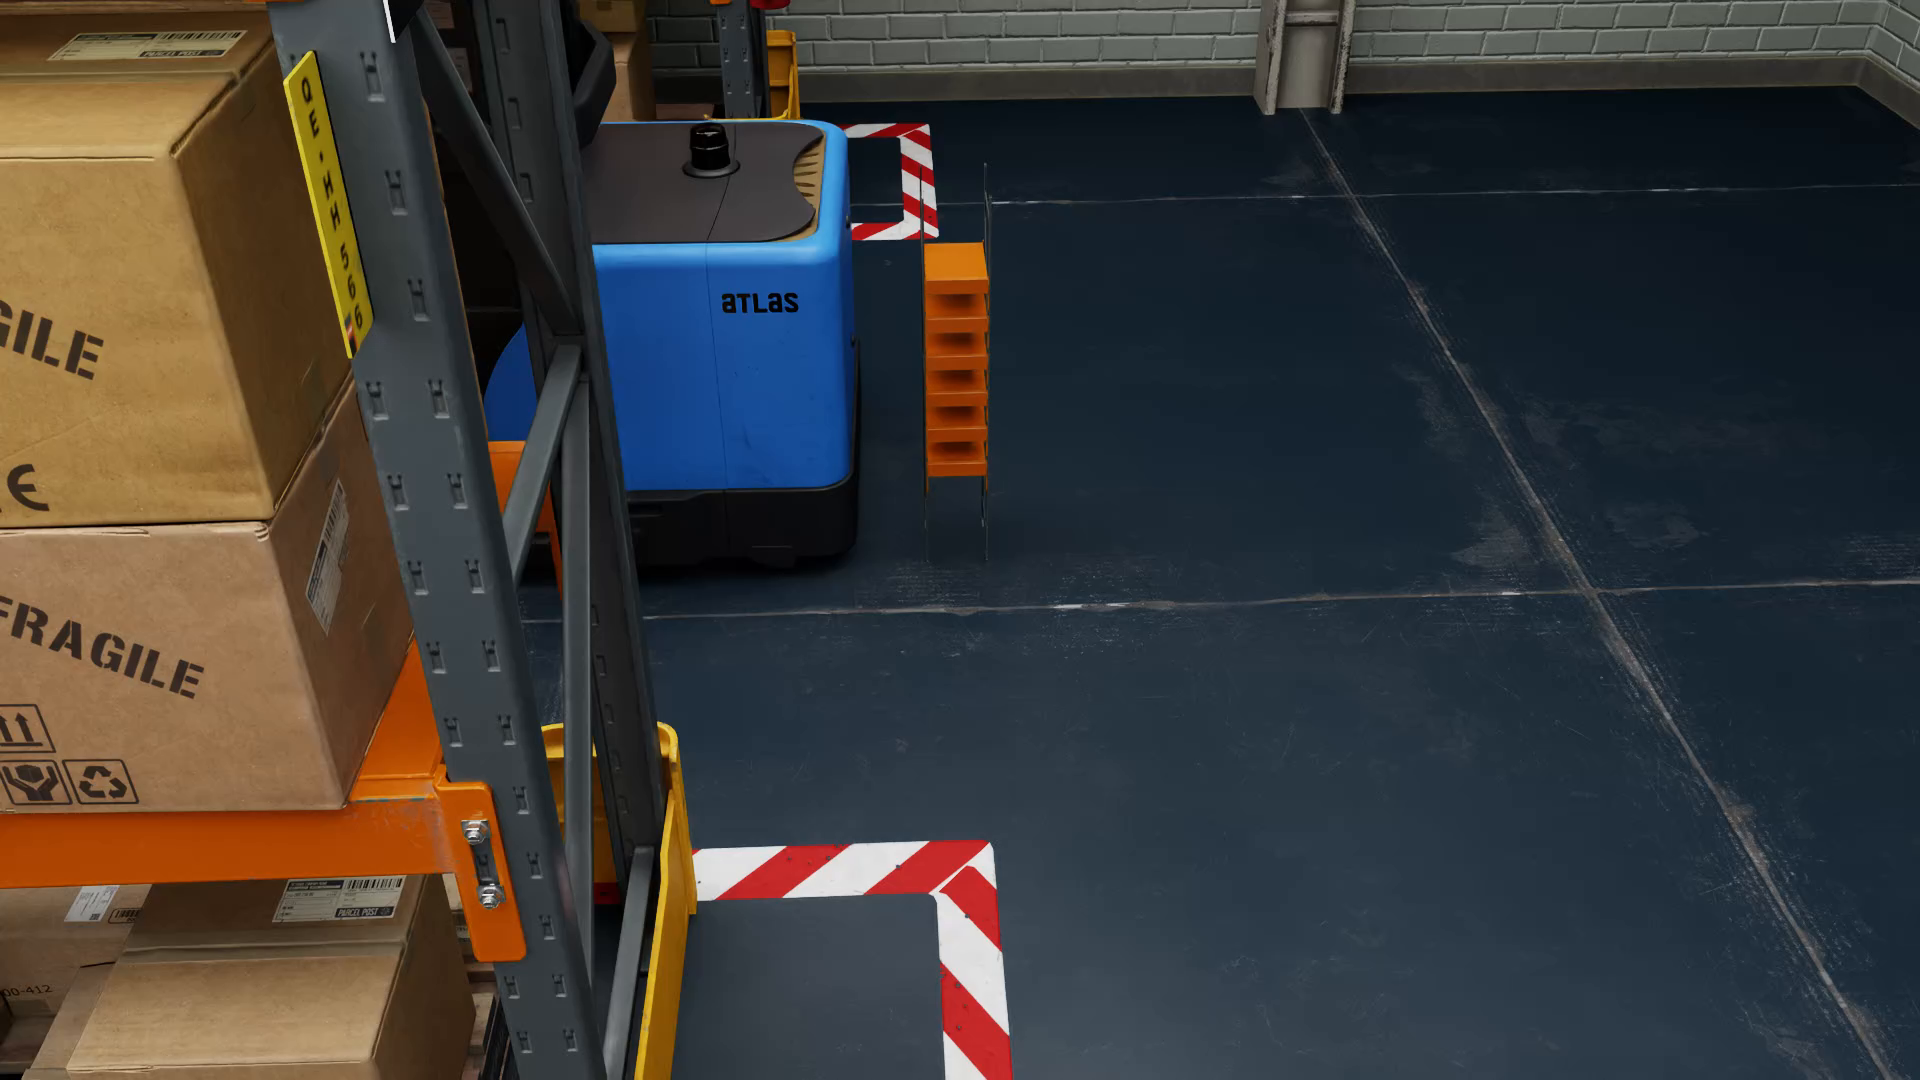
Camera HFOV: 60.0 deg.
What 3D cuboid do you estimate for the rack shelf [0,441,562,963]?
[{"bbox_3d":[-2.703,0.272,2.853,4.000,0.370,1.077,-2,35,-2],"label":"rack shelf"}]

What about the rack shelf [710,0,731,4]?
[{"bbox_3d":[-2.941,-2.544,6.922,4.000,0.370,1.077,-2,35,-2],"label":"rack shelf"}]

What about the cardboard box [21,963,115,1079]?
[{"bbox_3d":[-1.645,1.021,3.242,0.250,0.166,0.380,-2,35,-2],"label":"cardboard box"}]

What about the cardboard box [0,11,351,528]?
[{"bbox_3d":[-1.137,-0.361,2.170,0.500,0.500,0.500,-2,35,-3],"label":"cardboard box"}]

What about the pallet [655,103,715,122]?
[{"bbox_3d":[-1.738,-1.681,7.493,1.213,0.211,1.003,-2,35,-2],"label":"pallet"}]

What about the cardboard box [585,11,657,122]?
[{"bbox_3d":[-1.638,-1.962,7.277,0.500,0.500,0.700,-2,35,-2],"label":"cardboard box"}]

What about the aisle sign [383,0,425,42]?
[{"bbox_3d":[-0.623,-0.974,1.737,0.004,0.787,0.394,-2,35,-2],"label":"aisle sign"}]

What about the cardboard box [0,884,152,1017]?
[{"bbox_3d":[-1.761,0.739,3.576,0.500,0.250,0.500,-2,35,-2],"label":"cardboard box"}]

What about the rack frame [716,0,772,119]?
[{"bbox_3d":[-0.943,-2.893,6.795,0.127,3.000,1.000,-2,35,-2],"label":"rack frame"}]

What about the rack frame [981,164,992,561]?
[{"bbox_3d":[0.077,-0.495,4.912,0.006,1.200,0.240,-2,35,-2],"label":"rack frame"}]

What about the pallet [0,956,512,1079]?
[{"bbox_3d":[-1.577,1.093,3.485,1.213,0.211,1.003,-2,35,-2],"label":"pallet"}]

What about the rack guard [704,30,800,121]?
[{"bbox_3d":[-0.919,-1.866,7.507,0.348,0.500,1.175,-2,35,-2],"label":"rack guard"}]

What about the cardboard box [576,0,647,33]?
[{"bbox_3d":[-1.523,-2.346,7.262,0.250,0.149,0.380,-1,35,-2],"label":"cardboard box"}]

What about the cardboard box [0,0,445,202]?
[{"bbox_3d":[-1.161,-0.668,2.612,0.500,0.500,0.500,-1,35,-1],"label":"cardboard box"}]

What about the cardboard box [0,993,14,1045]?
[{"bbox_3d":[-2.187,1.035,3.148,0.500,0.250,0.500,-2,35,-2],"label":"cardboard box"}]

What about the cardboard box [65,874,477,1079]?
[{"bbox_3d":[-1.237,0.924,3.089,0.500,0.500,0.500,-2,35,-2],"label":"cardboard box"}]

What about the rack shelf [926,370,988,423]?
[{"bbox_3d":[-0.014,-0.456,4.933,0.180,0.103,0.258,-2,35,-2],"label":"rack shelf"}]

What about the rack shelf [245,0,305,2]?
[{"bbox_3d":[-2.703,-0.961,1.999,4.000,0.370,1.077,-2,35,-2],"label":"rack shelf"}]

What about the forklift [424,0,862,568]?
[{"bbox_3d":[-1.847,-1.372,4.656,3.031,2.935,1.130,-1,35,-1],"label":"forklift"}]

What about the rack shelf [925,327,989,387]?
[{"bbox_3d":[-0.014,-0.555,4.865,0.180,0.103,0.258,-2,35,-2],"label":"rack shelf"}]

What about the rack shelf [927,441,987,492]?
[{"bbox_3d":[-0.014,-0.259,5.070,0.180,0.103,0.258,-2,35,-2],"label":"rack shelf"}]

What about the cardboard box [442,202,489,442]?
[{"bbox_3d":[-1.161,-0.257,2.897,0.500,0.500,0.500,-1,35,-1],"label":"cardboard box"}]

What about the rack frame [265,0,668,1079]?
[{"bbox_3d":[-0.705,-0.077,2.726,0.127,3.000,1.000,-2,35,-2],"label":"rack frame"}]

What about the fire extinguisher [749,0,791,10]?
[{"bbox_3d":[-0.771,-2.450,6.550,0.183,0.674,0.296,-2,35,-2],"label":"fire extinguisher"}]

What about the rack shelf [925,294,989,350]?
[{"bbox_3d":[-0.014,-0.654,4.797,0.180,0.103,0.258,-2,35,-2],"label":"rack shelf"}]

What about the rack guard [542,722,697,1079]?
[{"bbox_3d":[-0.781,0.952,3.434,0.348,0.500,1.175,-2,35,-2],"label":"rack guard"}]

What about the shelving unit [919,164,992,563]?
[{"bbox_3d":[-0.014,-0.493,4.908,0.189,1.200,0.258,-2,35,-2],"label":"shelving unit"}]

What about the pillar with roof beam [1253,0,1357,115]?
[{"bbox_3d":[1.916,-3.477,2.367,0.400,9.000,9.100,-2,35,-2],"label":"pillar with roof beam"}]

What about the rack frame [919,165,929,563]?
[{"bbox_3d":[-0.106,-0.491,4.904,0.006,1.200,0.240,-2,35,-2],"label":"rack frame"}]

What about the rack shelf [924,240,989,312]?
[{"bbox_3d":[-0.014,-0.752,4.728,0.180,0.103,0.258,-2,35,-2],"label":"rack shelf"}]

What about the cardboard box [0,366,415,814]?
[{"bbox_3d":[-1.140,0.048,2.457,0.500,0.500,0.500,-1,35,-1],"label":"cardboard box"}]

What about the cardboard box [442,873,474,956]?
[{"bbox_3d":[-1.140,0.730,3.678,0.250,0.149,0.380,-2,35,-2],"label":"cardboard box"}]

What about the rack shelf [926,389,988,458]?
[{"bbox_3d":[-0.014,-0.358,5.002,0.180,0.103,0.258,-2,35,-2],"label":"rack shelf"}]

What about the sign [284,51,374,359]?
[{"bbox_3d":[-0.699,-0.368,1.850,0.005,0.325,0.100,-2,35,-2],"label":"sign"}]
